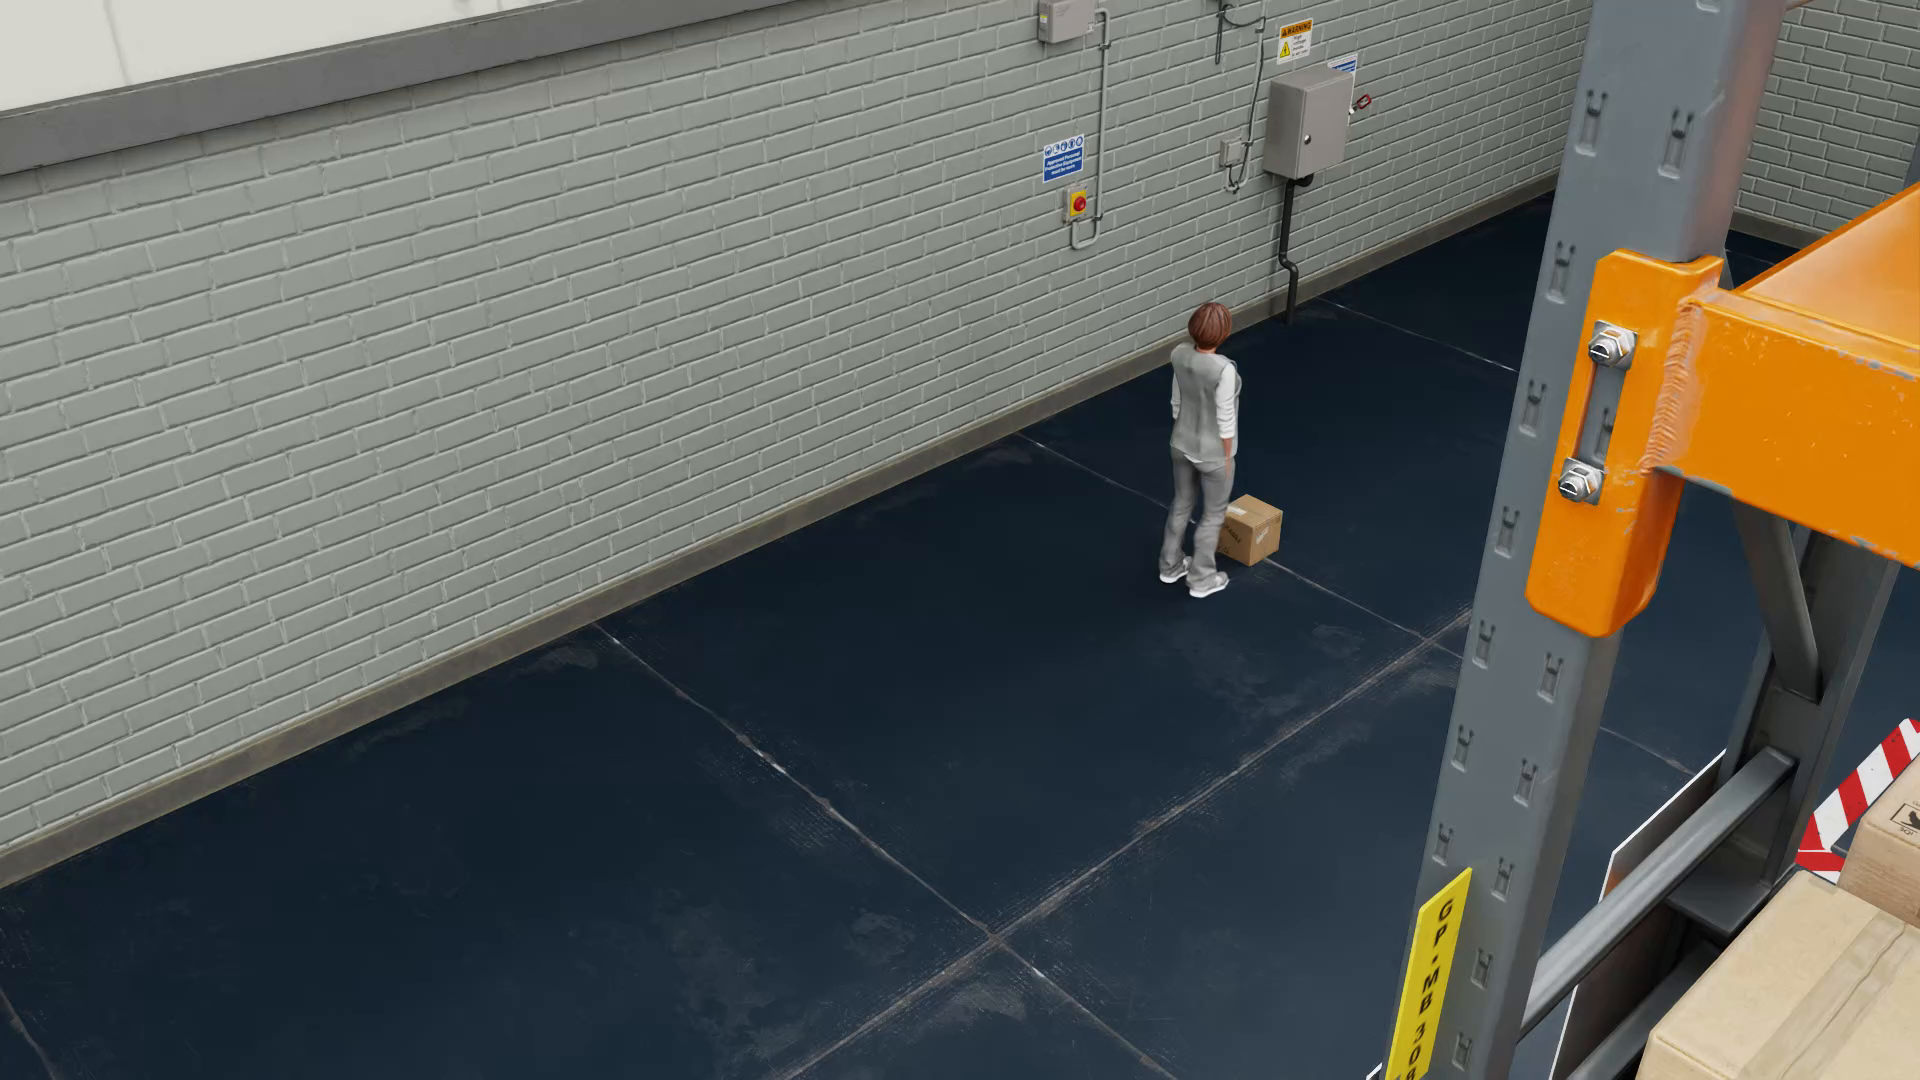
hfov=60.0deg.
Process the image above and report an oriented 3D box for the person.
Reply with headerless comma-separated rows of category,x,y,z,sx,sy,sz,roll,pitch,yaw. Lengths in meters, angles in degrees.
person,1.211,-0.459,8.378,0.307,1.596,0.408,-25,40,-34
